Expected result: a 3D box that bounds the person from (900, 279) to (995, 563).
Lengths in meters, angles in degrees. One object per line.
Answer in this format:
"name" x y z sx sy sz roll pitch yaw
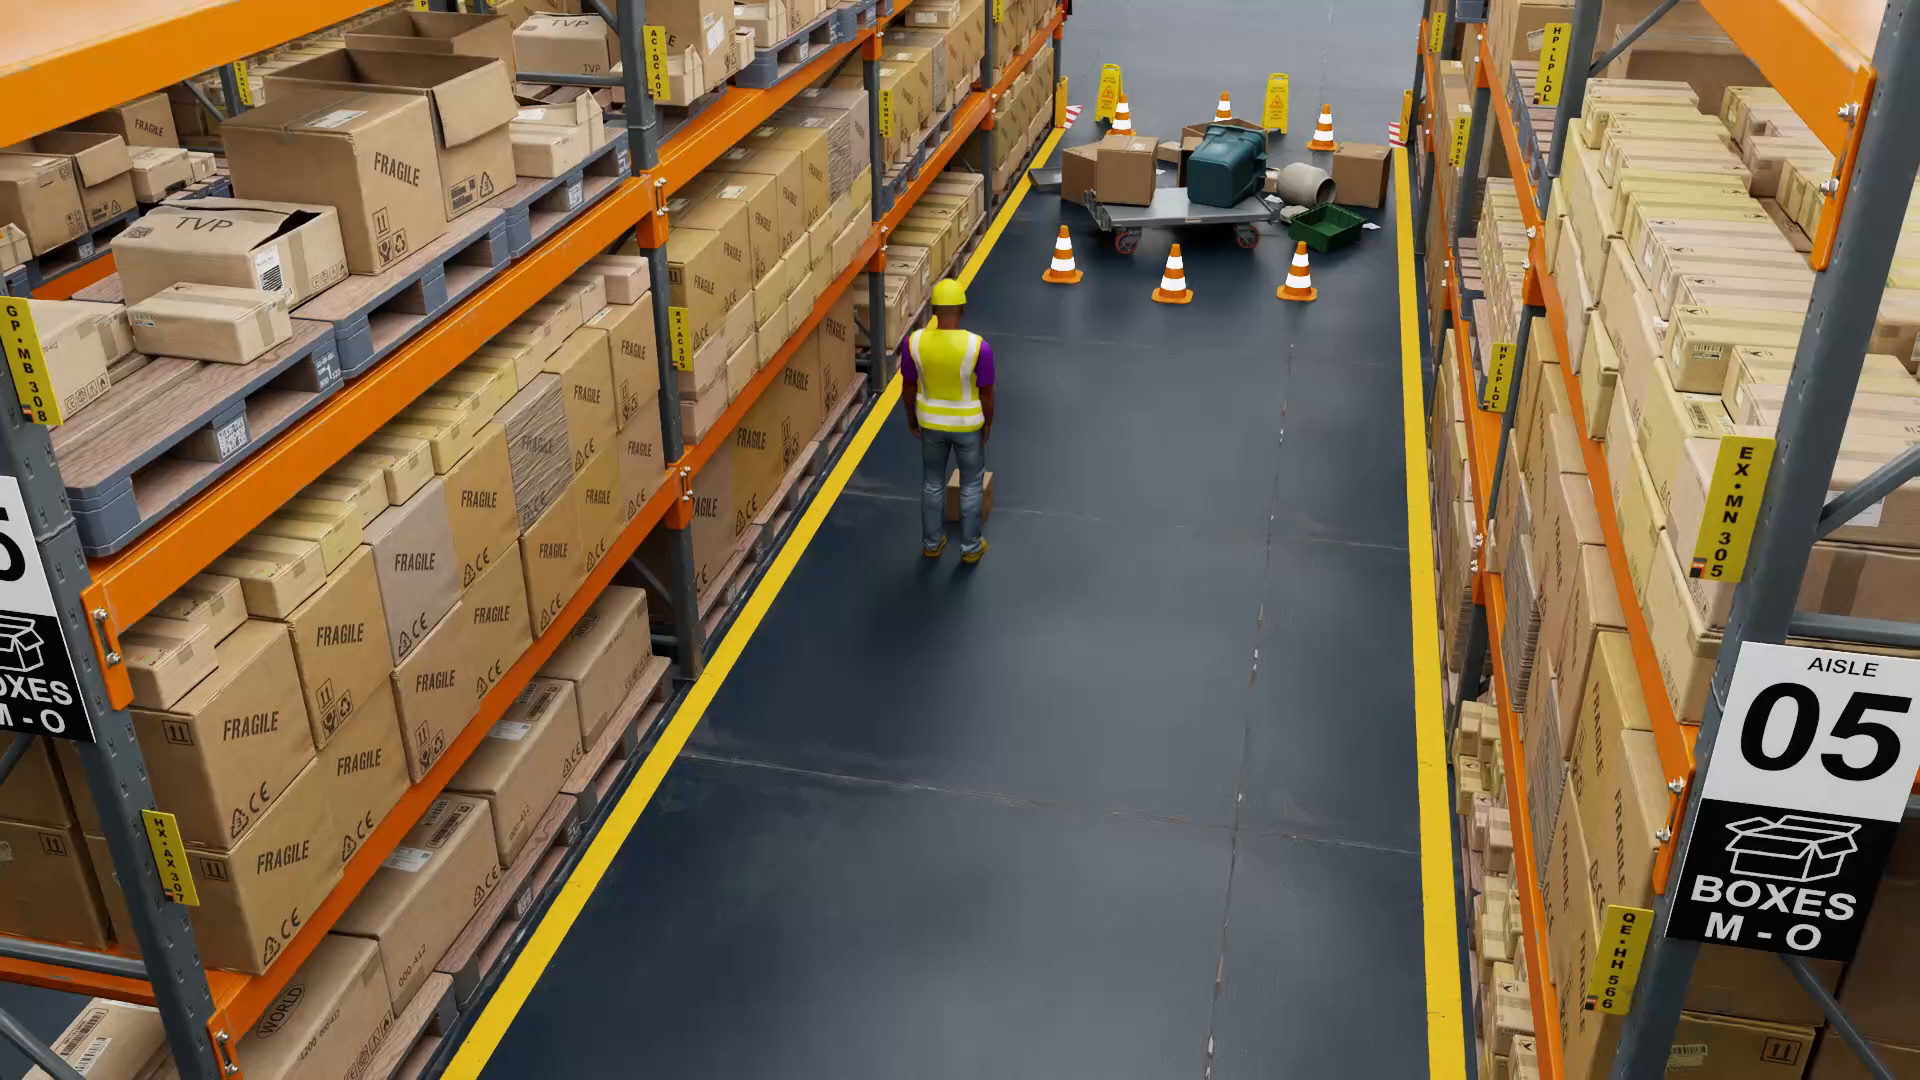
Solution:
"person" -0.064 -0.703 9.894 0.567 1.768 0.366 6 29 12
